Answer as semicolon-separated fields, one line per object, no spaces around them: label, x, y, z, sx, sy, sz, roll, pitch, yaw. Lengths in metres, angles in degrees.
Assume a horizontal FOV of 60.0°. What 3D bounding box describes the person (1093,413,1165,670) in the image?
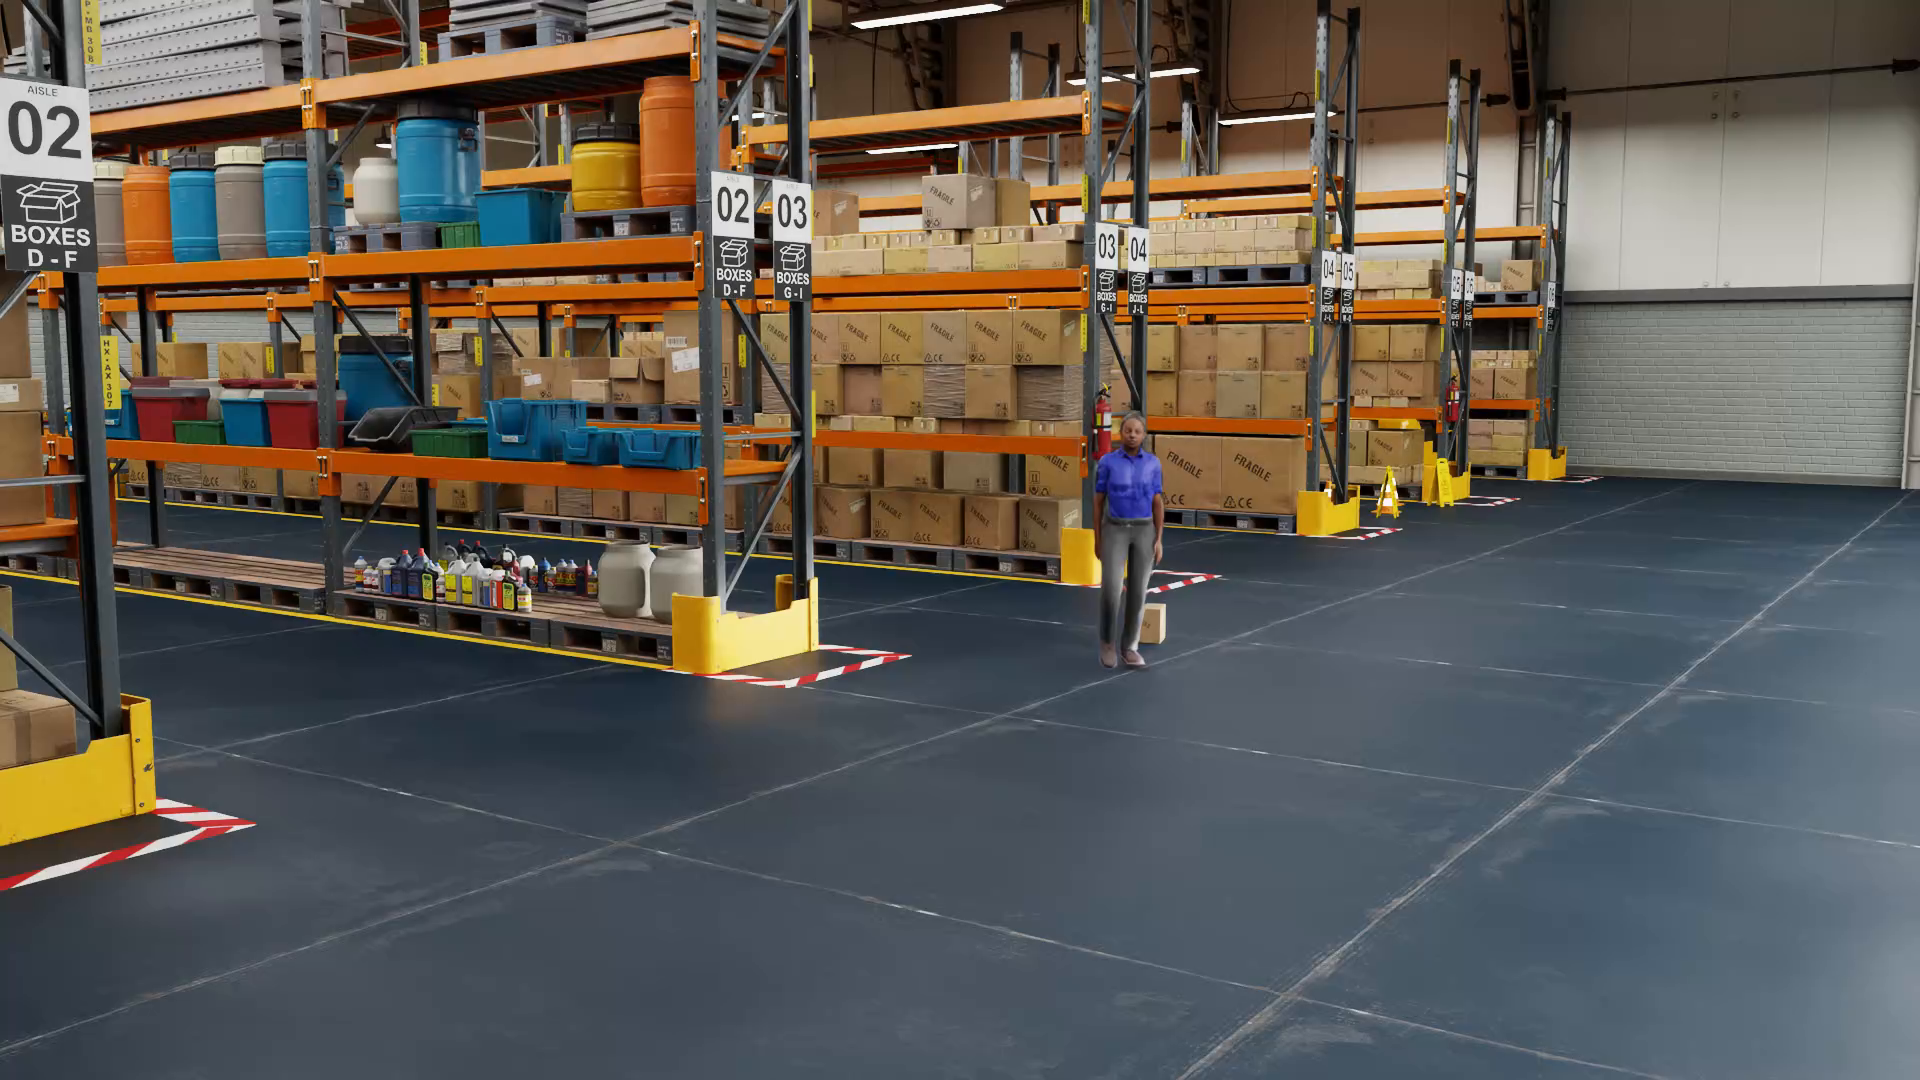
person;1.099;0.016;10.780;0.452;1.678;0.423;-1;6;-6
